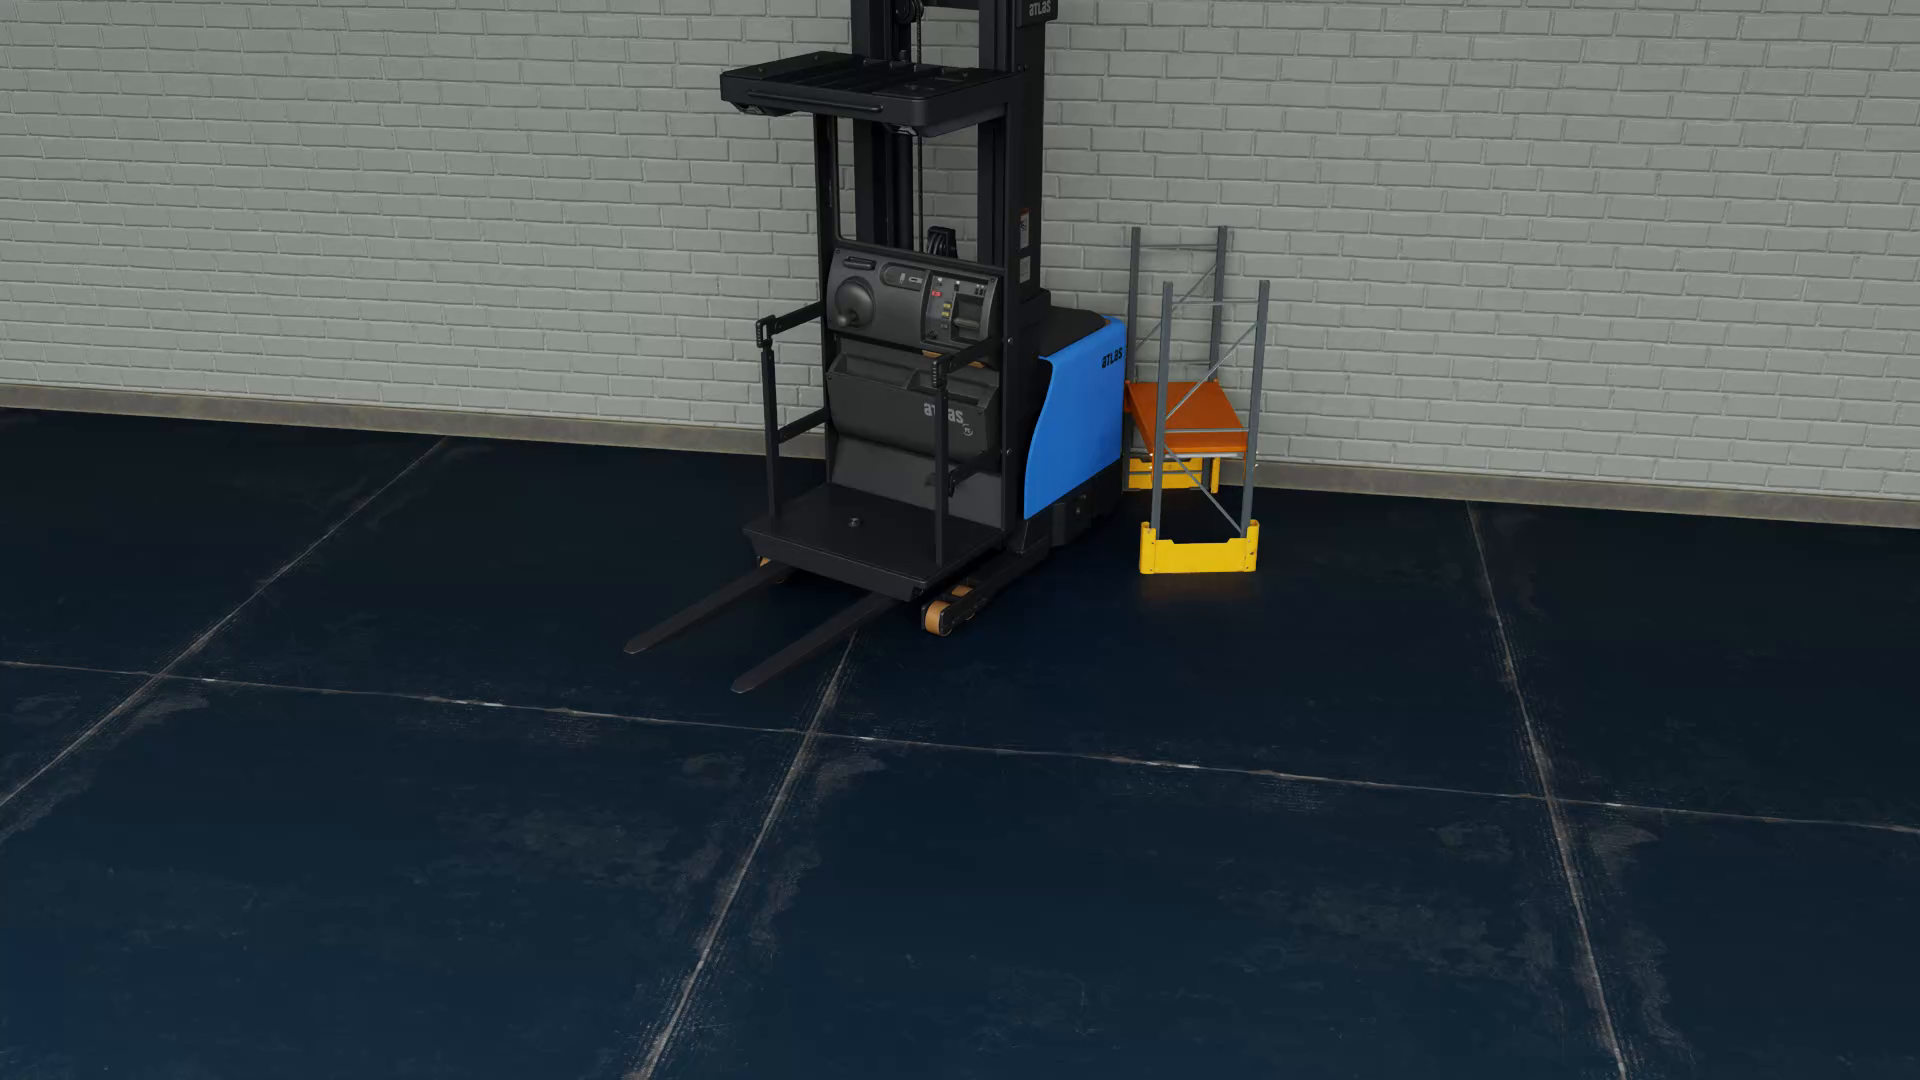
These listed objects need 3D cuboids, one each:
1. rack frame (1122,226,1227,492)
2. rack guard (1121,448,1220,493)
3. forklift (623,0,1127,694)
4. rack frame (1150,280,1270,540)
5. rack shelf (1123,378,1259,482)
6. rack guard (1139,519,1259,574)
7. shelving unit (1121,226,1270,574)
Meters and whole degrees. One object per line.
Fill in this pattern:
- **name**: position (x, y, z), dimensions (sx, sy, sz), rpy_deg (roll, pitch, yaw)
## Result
- **rack frame**: position (1.152, -0.963, 9.037), dimensions (0.500, 1.500, 0.032), rpy_deg (-1, 25, -3)
- **rack guard**: position (1.153, -0.388, 9.285), dimensions (0.587, 0.250, 0.087), rpy_deg (-1, 25, -3)
- **forklift**: position (-0.348, -1.105, 7.654), dimensions (1.130, 2.935, 3.031), rpy_deg (16, 29, 30)
- **rack frame**: position (1.204, -0.532, 8.118), dimensions (0.500, 1.500, 0.032), rpy_deg (-1, 25, -3)
- **rack shelf**: position (1.178, -0.585, 8.654), dimensions (0.538, 0.185, 1.000), rpy_deg (-1, 25, -3)
- **rack guard**: position (1.204, 0.033, 8.384), dimensions (0.587, 0.250, 0.087), rpy_deg (-1, 25, -3)
- **shelving unit**: position (1.178, -0.744, 8.569), dimensions (0.587, 1.500, 1.083), rpy_deg (-1, 25, -3)
